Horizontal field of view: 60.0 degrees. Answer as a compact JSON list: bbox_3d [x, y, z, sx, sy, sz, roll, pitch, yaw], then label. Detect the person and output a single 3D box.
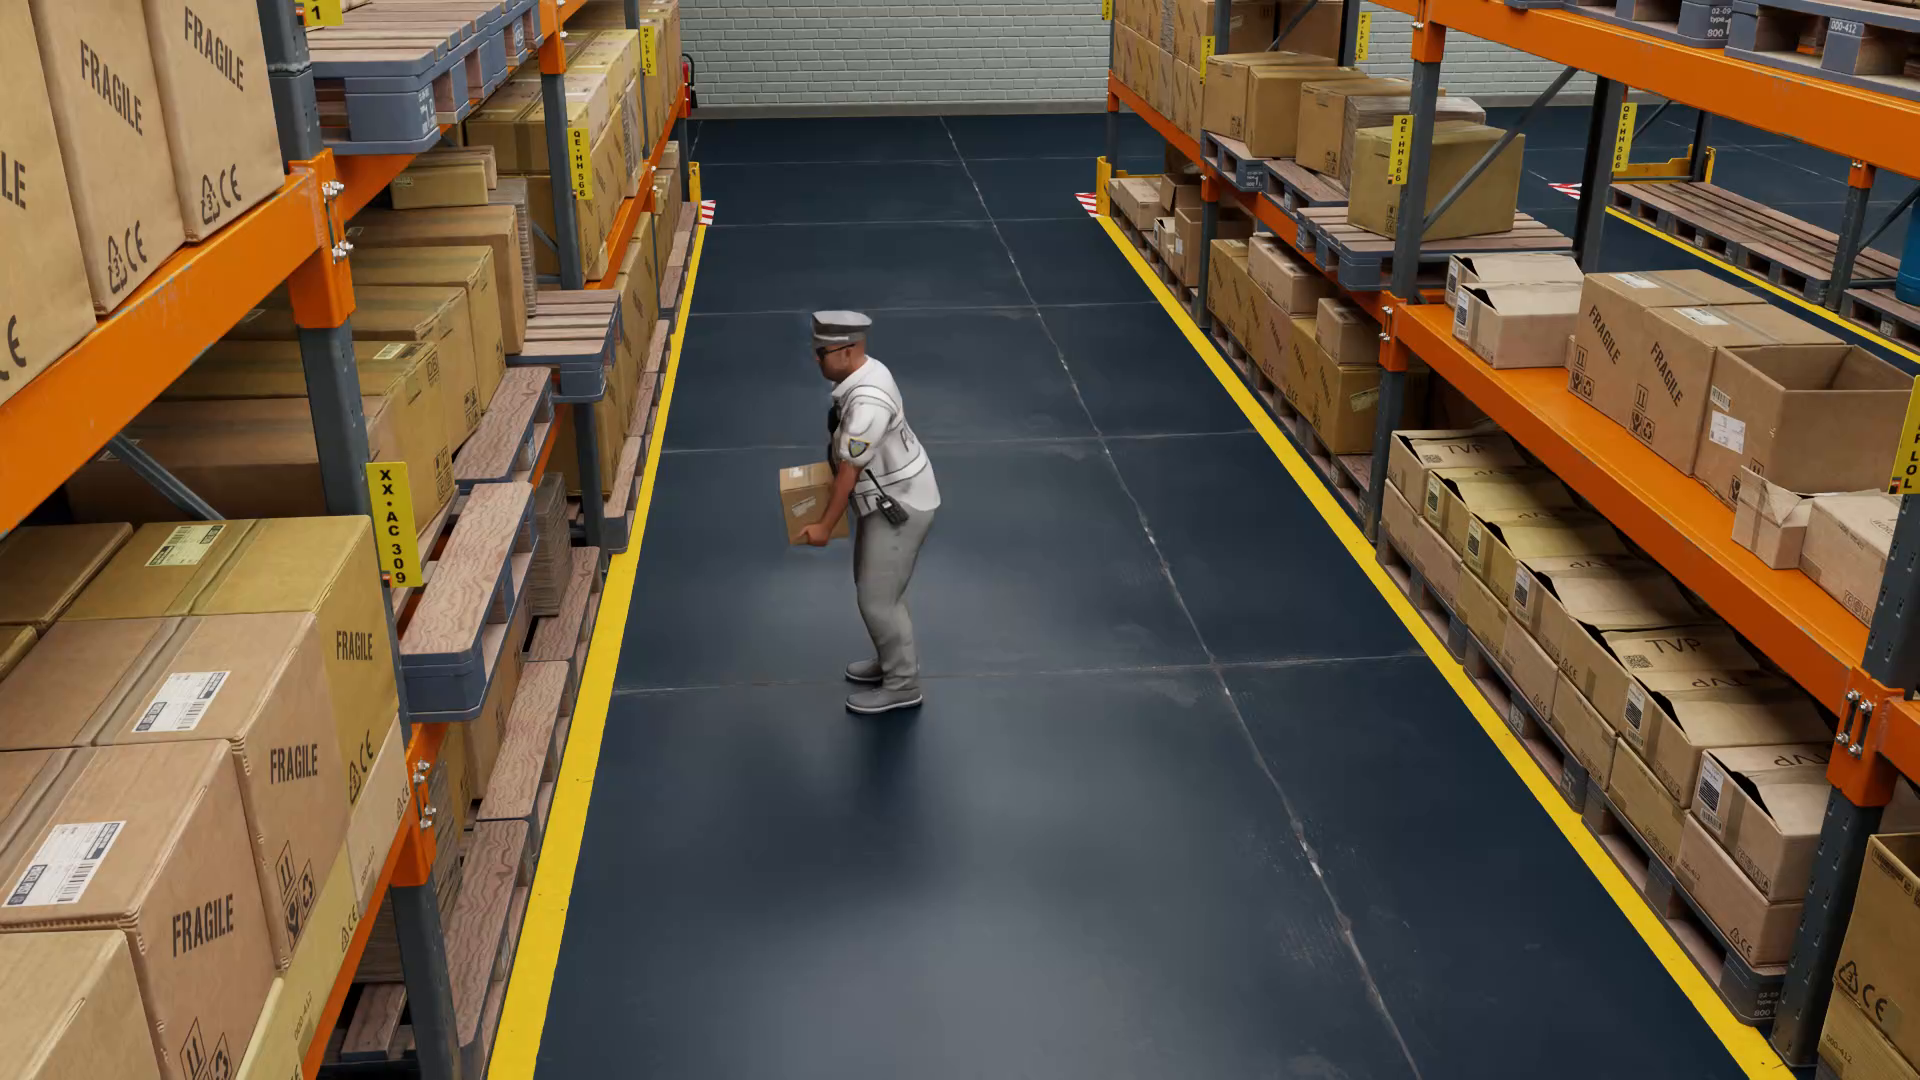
[{"bbox_3d":[-0.387,-0.119,6.915,0.607,1.720,0.483,-3,24,-6],"label":"person"}]
